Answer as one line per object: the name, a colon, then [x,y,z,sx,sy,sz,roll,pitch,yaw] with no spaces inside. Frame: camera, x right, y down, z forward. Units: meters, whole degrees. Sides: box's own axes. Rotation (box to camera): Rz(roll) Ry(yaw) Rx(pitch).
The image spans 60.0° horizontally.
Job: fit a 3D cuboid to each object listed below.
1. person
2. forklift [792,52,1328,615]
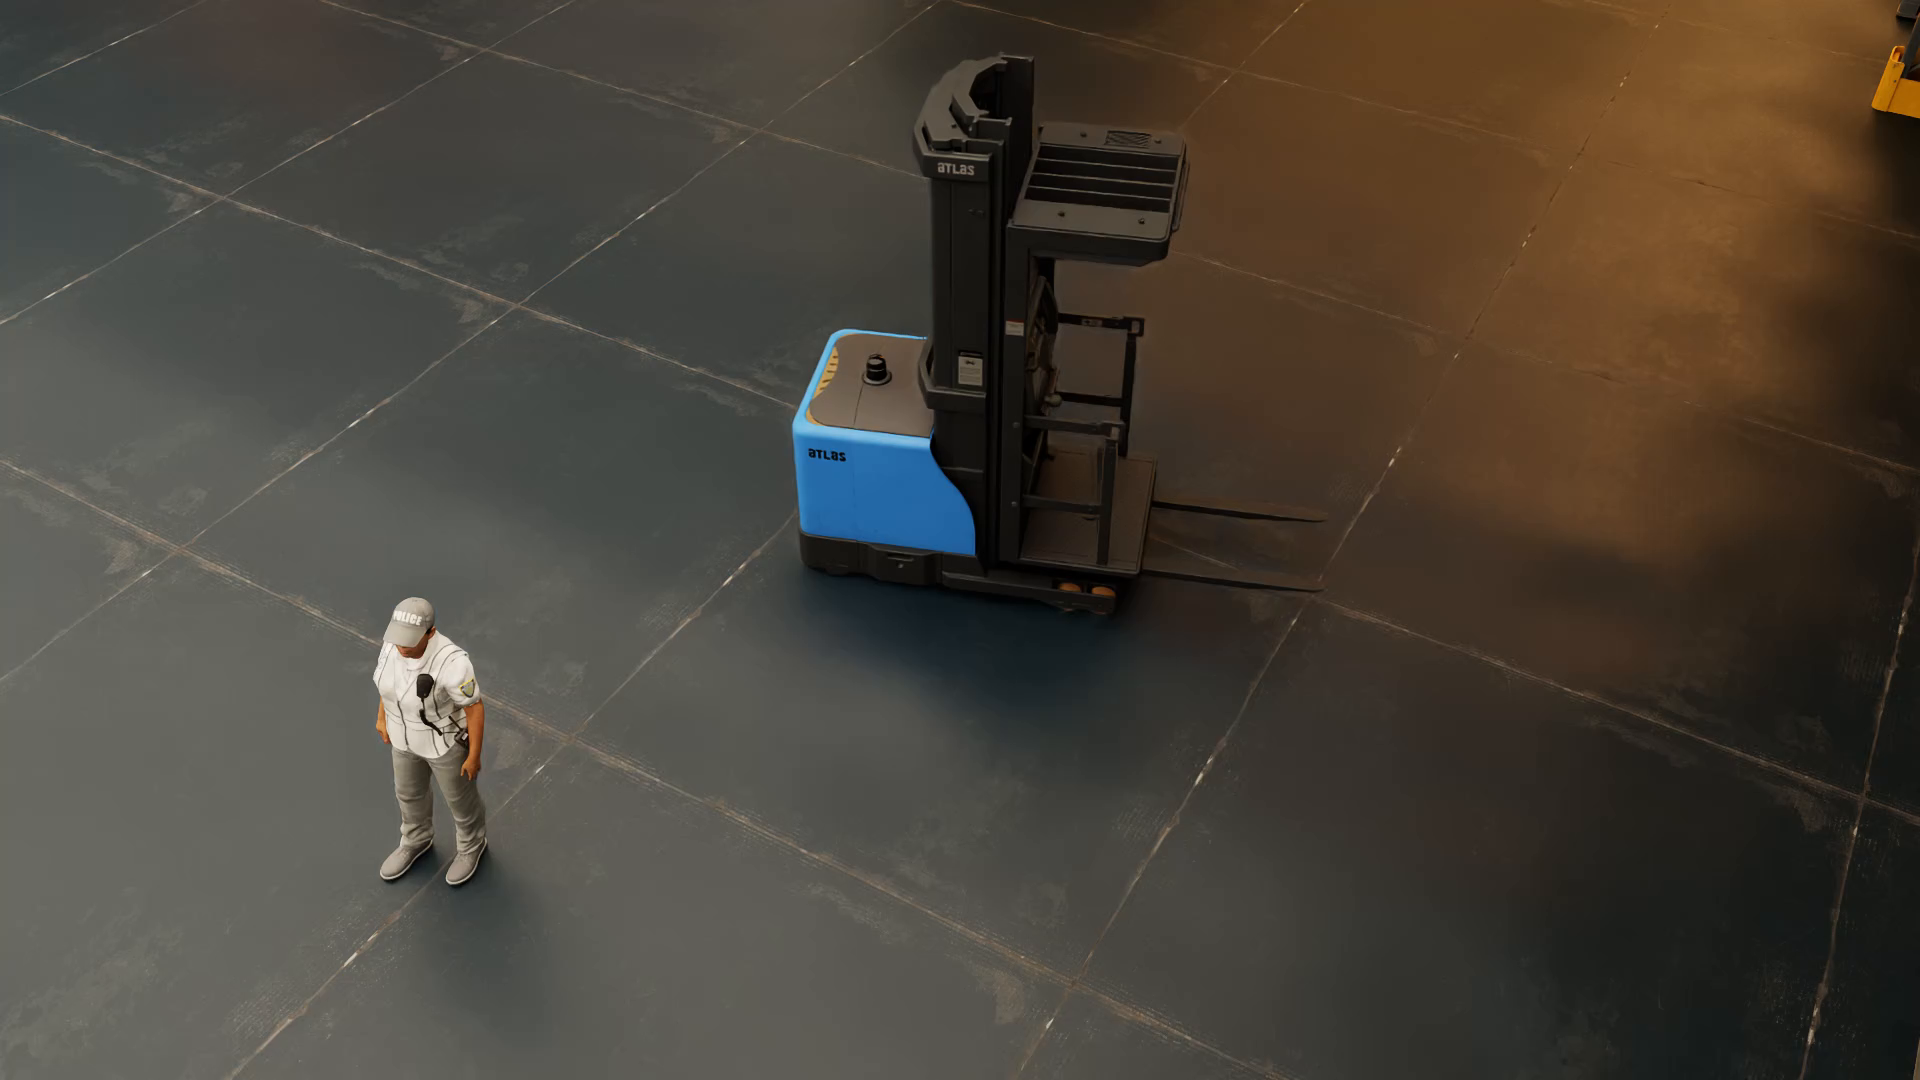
person: [-2.485,0.951,7.679,0.598,1.670,0.529,17,45,18]
forklift: [0.627,-1.050,8.982,3.031,2.935,1.130,7,42,8]
